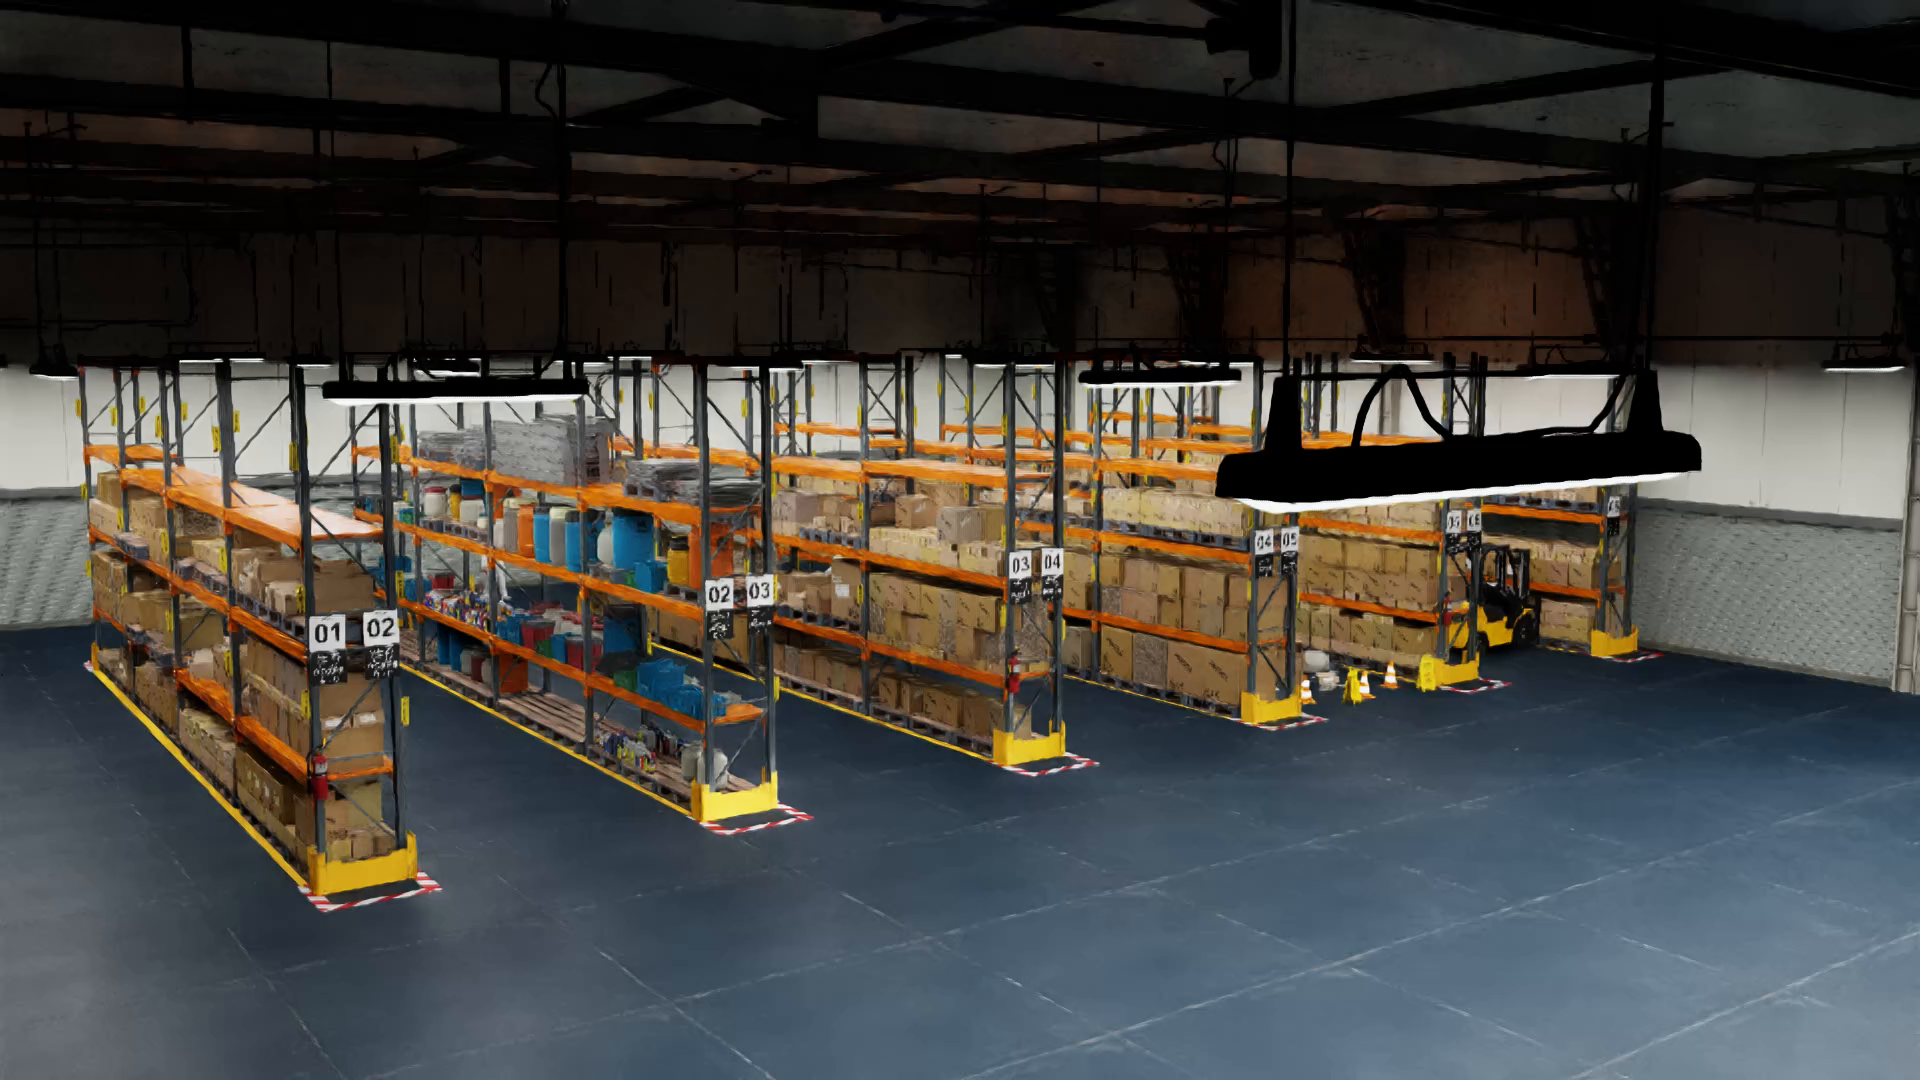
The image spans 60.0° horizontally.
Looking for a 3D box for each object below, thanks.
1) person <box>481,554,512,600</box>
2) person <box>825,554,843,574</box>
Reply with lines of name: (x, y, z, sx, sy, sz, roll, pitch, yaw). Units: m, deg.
person: (-11.282, 0.591, 40.263, 0.598, 1.698, 1.190, -4, 8, -32)
person: (-2.679, 1.148, 35.783, 0.677, 1.726, 0.574, -5, 9, -37)
